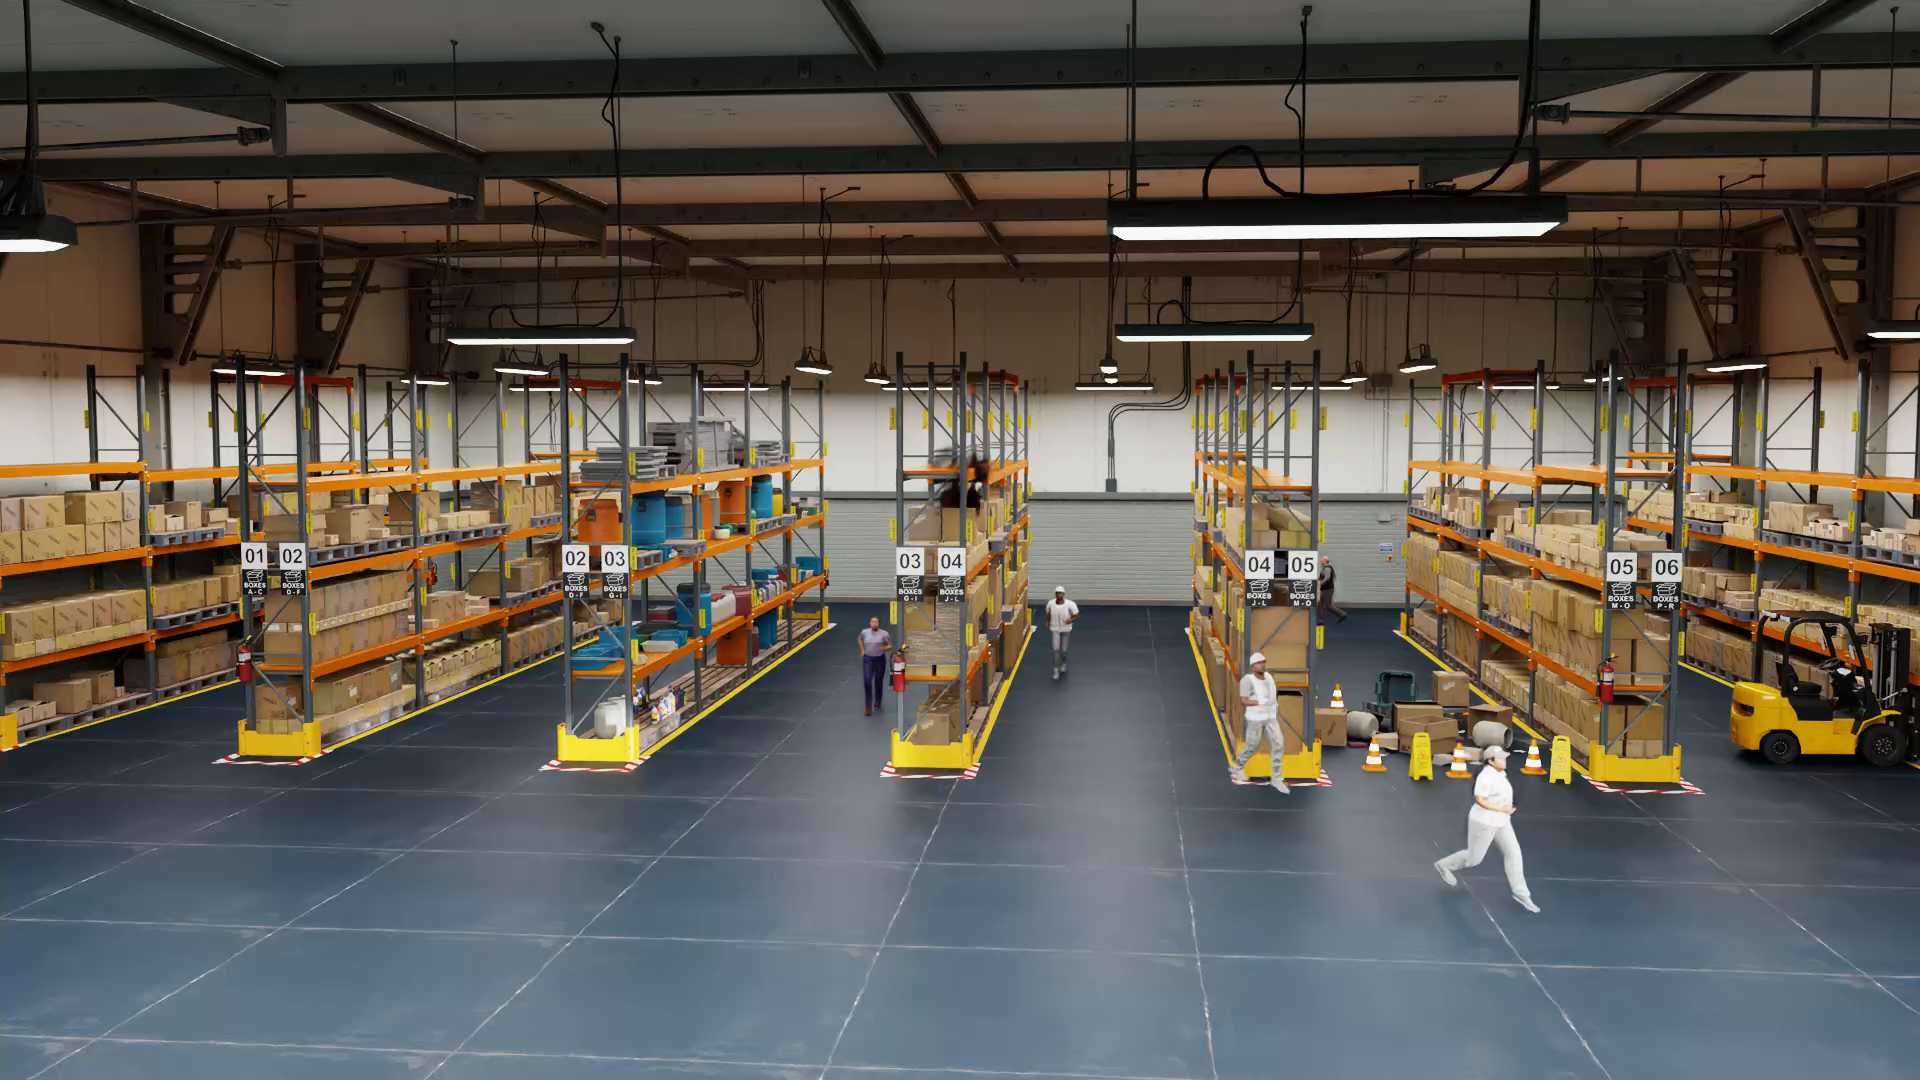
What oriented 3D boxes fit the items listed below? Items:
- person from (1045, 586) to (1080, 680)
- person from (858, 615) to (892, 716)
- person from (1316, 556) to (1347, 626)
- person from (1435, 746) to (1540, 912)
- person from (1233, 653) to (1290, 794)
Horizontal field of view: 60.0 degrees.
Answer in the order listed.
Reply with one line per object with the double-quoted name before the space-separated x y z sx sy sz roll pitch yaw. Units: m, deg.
"person" 2.004 1.800 32.626 0.690 1.814 0.827 1 4 8
"person" -1.464 2.145 28.695 0.593 1.708 0.796 0 4 -2
"person" 9.027 1.271 40.527 0.832 1.753 0.659 1 4 14
"person" 5.462 2.962 17.257 0.574 1.685 1.086 -4 6 -43
"person" 3.978 2.382 21.903 0.689 1.795 0.909 -2 5 -28
